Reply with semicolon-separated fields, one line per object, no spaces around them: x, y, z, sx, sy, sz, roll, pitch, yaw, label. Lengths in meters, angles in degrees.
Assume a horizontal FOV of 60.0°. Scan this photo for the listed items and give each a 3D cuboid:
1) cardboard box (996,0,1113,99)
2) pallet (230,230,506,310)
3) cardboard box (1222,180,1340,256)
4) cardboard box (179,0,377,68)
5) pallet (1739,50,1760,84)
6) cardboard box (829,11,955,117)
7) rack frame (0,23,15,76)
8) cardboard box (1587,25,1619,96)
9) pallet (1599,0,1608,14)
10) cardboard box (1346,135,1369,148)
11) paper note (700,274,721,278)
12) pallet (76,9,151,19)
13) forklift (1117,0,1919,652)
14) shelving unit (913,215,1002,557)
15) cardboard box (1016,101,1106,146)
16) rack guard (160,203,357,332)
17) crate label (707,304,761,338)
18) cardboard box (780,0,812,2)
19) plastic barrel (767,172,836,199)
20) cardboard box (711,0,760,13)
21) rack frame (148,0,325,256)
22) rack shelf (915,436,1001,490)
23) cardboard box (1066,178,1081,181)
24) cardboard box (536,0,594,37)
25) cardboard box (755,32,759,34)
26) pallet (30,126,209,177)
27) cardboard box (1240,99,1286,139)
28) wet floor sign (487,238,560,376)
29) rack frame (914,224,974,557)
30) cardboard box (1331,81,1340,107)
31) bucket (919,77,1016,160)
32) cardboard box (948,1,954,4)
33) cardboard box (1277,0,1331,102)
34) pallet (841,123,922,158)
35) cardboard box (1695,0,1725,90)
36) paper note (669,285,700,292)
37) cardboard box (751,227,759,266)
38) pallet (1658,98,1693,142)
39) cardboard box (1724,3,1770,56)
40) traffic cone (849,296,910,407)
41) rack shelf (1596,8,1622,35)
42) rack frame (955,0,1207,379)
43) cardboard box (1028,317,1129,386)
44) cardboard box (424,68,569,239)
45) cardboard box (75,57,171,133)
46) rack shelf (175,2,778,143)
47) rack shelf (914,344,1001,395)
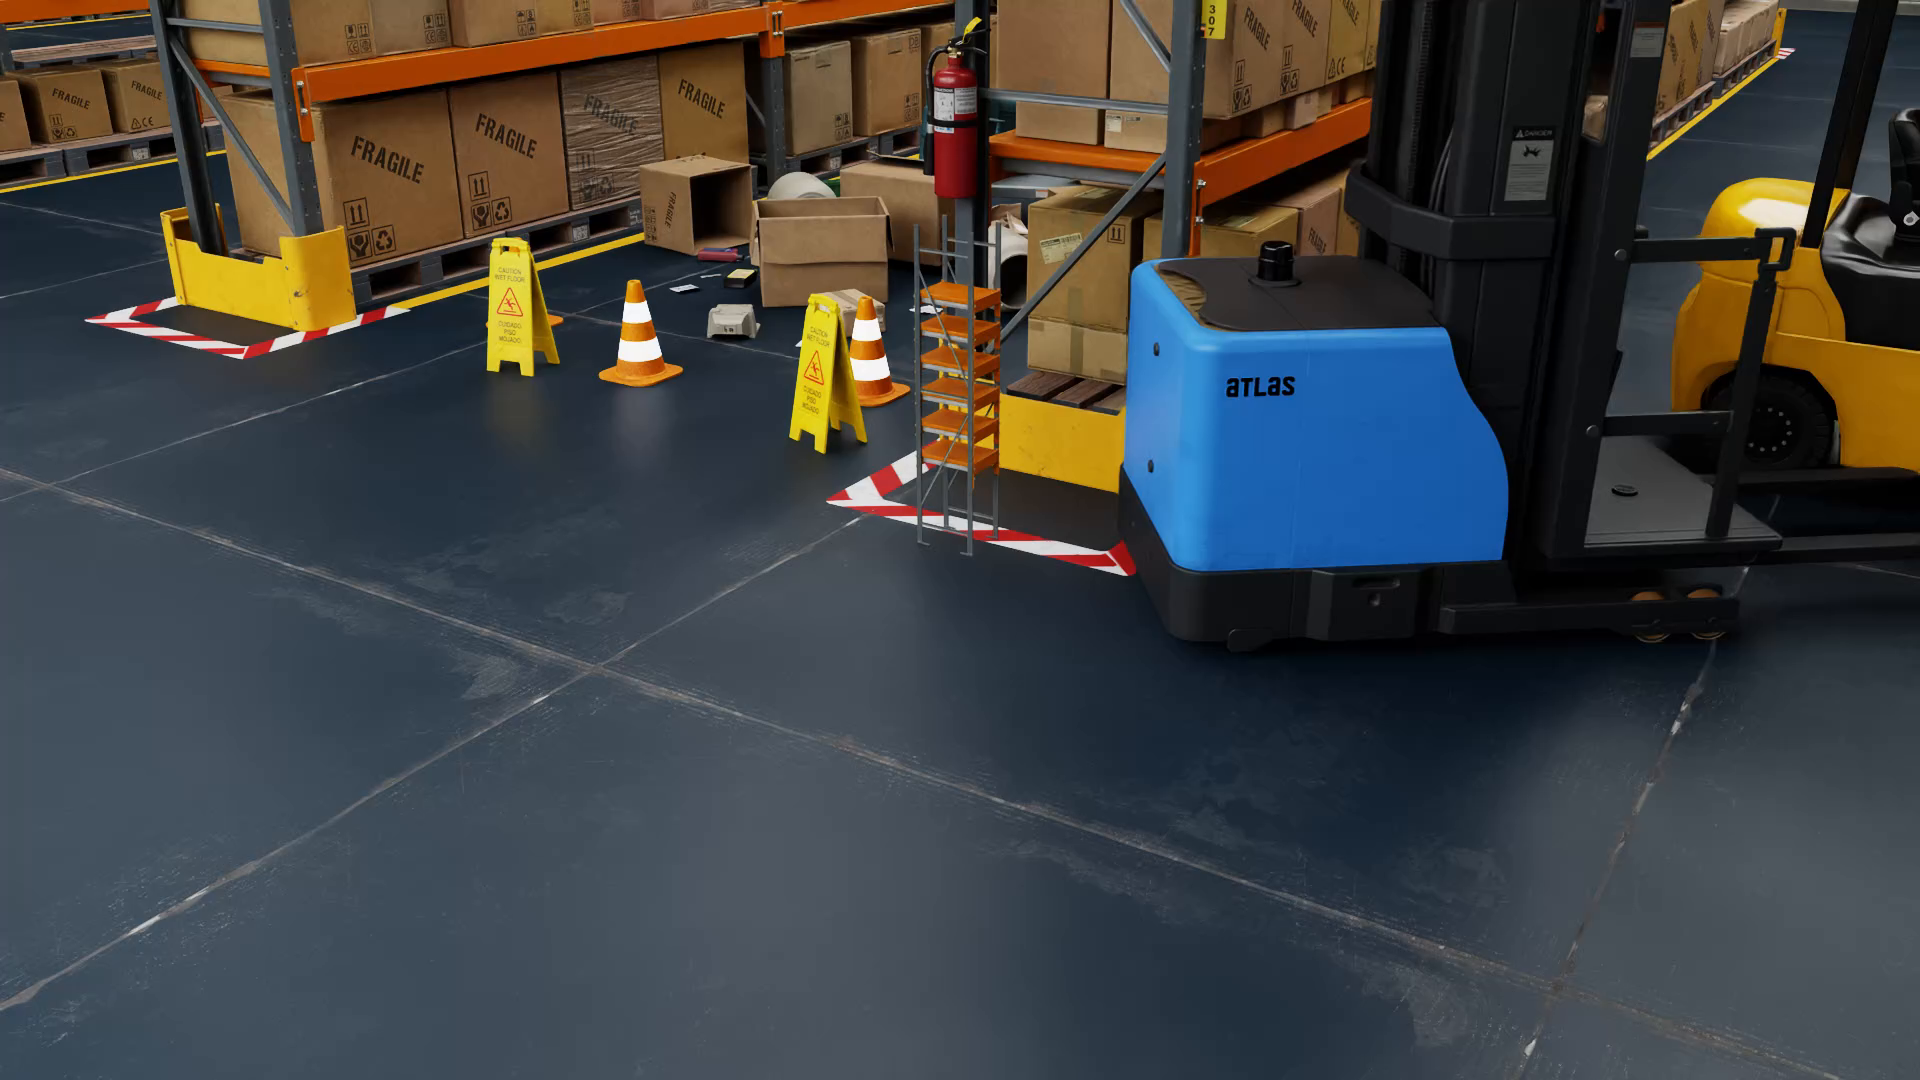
0.487;-2.076;6.769;0.500;0.500;0.500;13;27;28;cardboard box
-3.468;-1.662;9.824;1.003;0.211;1.213;14;27;29;pallet
1.380;-1.327;7.529;0.500;0.500;0.500;13;26;27;cardboard box
-3.666;-2.859;8.891;0.875;0.550;0.550;14;27;29;cardboard box
7.875;-5.077;17.711;1.003;0.211;1.213;14;27;29;pallet
-0.459;-4.034;14.095;1.050;0.750;0.750;14;27;30;cardboard box
-10.082;-6.117;16.605;1.000;3.000;0.127;14;27;29;rack frame
5.090;-3.786;13.366;0.875;0.875;0.875;14;27;28;cardboard box
3.646;-3.588;11.004;1.003;0.211;1.213;14;27;29;pallet
2.194;-1.850;8.736;0.500;0.500;0.500;14;27;30;cardboard box
-1.476;-1.566;9.854;0.123;0.001;0.032;-12;26;-26;paper note
-11.752;-7.471;23.242;1.003;0.211;1.213;14;27;29;pallet
2.133;-1.214;5.366;3.031;2.935;1.130;-2;24;-5;forklift
-0.008;-0.546;6.000;0.258;1.200;0.189;14;27;29;shelving unit
0.451;-1.708;6.737;0.380;0.149;0.250;15;28;31;cardboard box
-3.836;-1.501;9.087;1.175;0.500;0.348;14;27;29;rack guard
-1.194;-1.151;8.735;0.250;0.136;0.298;1;23;2;crate label
-1.207;-4.173;11.988;0.500;0.500;0.500;14;27;30;cardboard box
-1.009;-2.119;10.613;0.421;0.421;0.512;-7;24;-17;plastic barrel
-1.898;-3.948;11.405;0.875;0.550;0.550;14;27;29;cardboard box
-3.823;-2.656;8.609;1.000;3.000;0.127;14;27;29;rack frame
-0.008;-0.285;6.113;0.258;0.103;0.180;14;27;29;rack shelf
1.017;-2.566;10.595;0.500;0.500;0.500;14;27;29;cardboard box
-2.748;-3.400;10.139;0.875;0.550;0.500;14;27;29;cardboard box
-2.905;-6.175;18.884;1.225;0.875;0.875;14;27;29;cardboard box
-6.841;-3.152;13.266;1.003;0.211;1.213;14;27;29;pallet
1.120;-1.769;6.878;0.380;0.149;0.250;13;27;27;cardboard box
-2.157;-1.151;8.096;0.267;0.644;0.232;9;25;20;wet floor sign
-0.056;-0.515;5.929;0.240;1.200;0.006;14;27;29;rack frame
1.490;-2.042;7.506;0.380;0.149;0.250;15;28;31;cardboard box
0.173;-2.672;10.854;0.620;0.611;0.726;-6;22;-39;bucket
-0.294;-7.807;22.655;0.875;0.875;0.875;14;27;29;cardboard box
1.191;-2.112;6.853;0.500;0.500;0.500;15;27;31;cardboard box
-0.728;-3.416;13.875;1.003;0.211;1.213;14;27;29;pallet
6.506;-4.694;15.464;0.875;0.875;0.875;15;27;31;cardboard box
-1.576;-1.452;9.568;0.142;0.017;0.144;-17;29;-35;paper note
-1.055;-1.785;10.039;0.396;0.266;0.258;20;30;38;cardboard box
5.779;-3.733;14.608;1.003;0.211;1.213;14;27;29;pallet
8.136;-5.515;17.911;0.875;0.438;0.875;15;27;30;cardboard box
-0.434;-0.904;7.756;0.336;0.463;0.334;14;27;29;traffic cone
3.600;-3.348;11.113;1.077;0.370;4.000;14;27;29;rack shelf
0.435;-1.653;6.292;1.000;3.000;0.127;14;27;29;rack frame
0.646;-0.921;7.534;0.500;0.250;0.500;14;27;29;cardboard box
-3.059;-2.414;10.196;0.875;0.875;0.875;13;27;28;cardboard box
-6.675;-3.577;13.356;0.500;0.500;0.500;11;26;24;cardboard box
-2.768;-3.001;10.311;1.077;0.370;4.000;14;27;29;rack shelf
-0.008;-0.615;5.970;0.258;0.103;0.180;14;27;29;rack shelf
